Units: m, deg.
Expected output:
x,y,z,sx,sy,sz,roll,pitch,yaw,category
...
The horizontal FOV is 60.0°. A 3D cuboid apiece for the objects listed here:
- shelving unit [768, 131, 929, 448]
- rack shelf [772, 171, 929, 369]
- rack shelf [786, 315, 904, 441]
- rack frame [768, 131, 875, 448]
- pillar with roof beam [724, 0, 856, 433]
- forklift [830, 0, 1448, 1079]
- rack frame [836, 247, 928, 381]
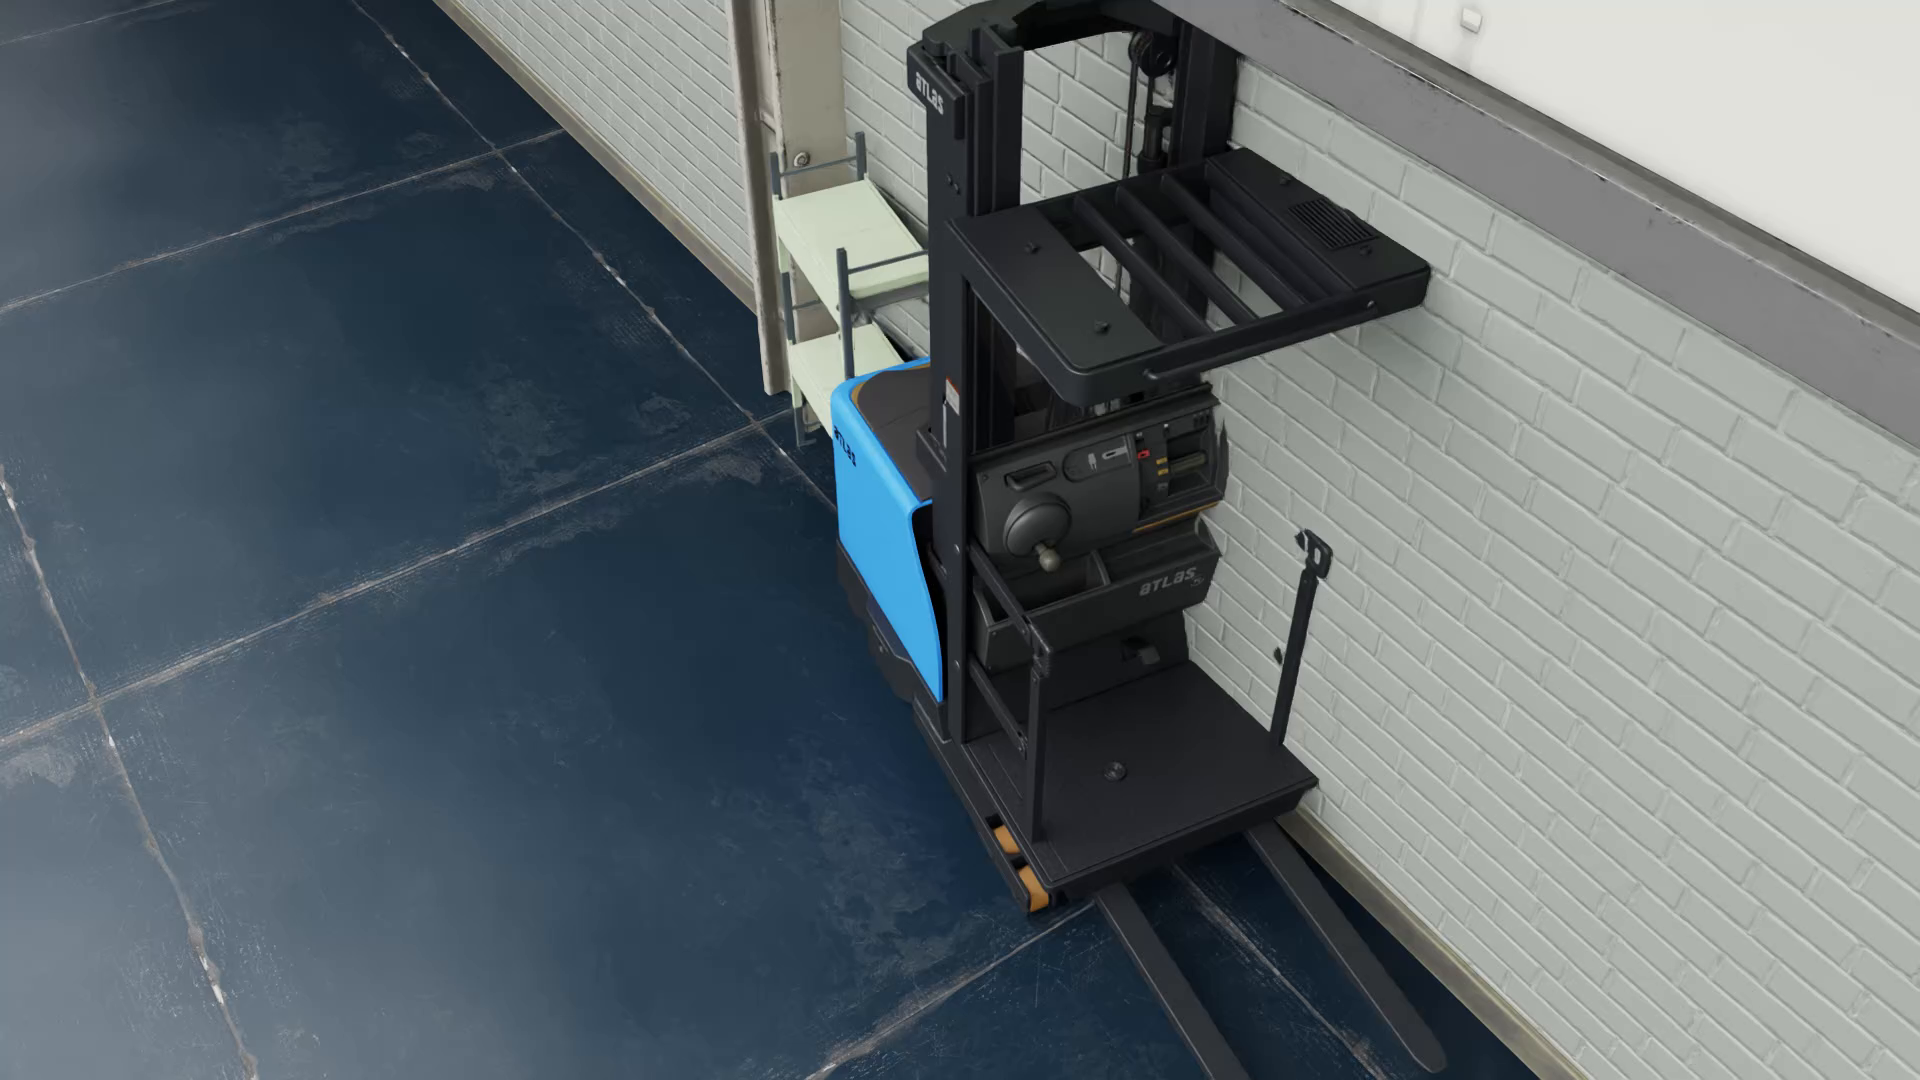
x,y,z,sx,sy,sz,roll,pitch,yaw,category
-0.408,-0.793,6.834,0.431,1.500,0.755,-18,46,-17,shelving unit
-0.411,-1.075,6.563,0.431,0.370,0.720,-18,46,-17,rack shelf
-0.405,-0.558,7.059,0.431,0.370,0.720,-18,46,-17,rack shelf
-0.558,-1.023,7.075,0.400,1.500,0.023,-18,46,-17,rack frame
-4.235,-2.226,3.056,9.100,9.000,0.400,-26,49,-24,pillar with roof beam
0.577,-0.100,5.224,1.130,2.935,3.031,-18,47,-18,forklift
-0.257,-0.563,6.592,0.400,1.500,0.023,-18,46,-17,rack frame
